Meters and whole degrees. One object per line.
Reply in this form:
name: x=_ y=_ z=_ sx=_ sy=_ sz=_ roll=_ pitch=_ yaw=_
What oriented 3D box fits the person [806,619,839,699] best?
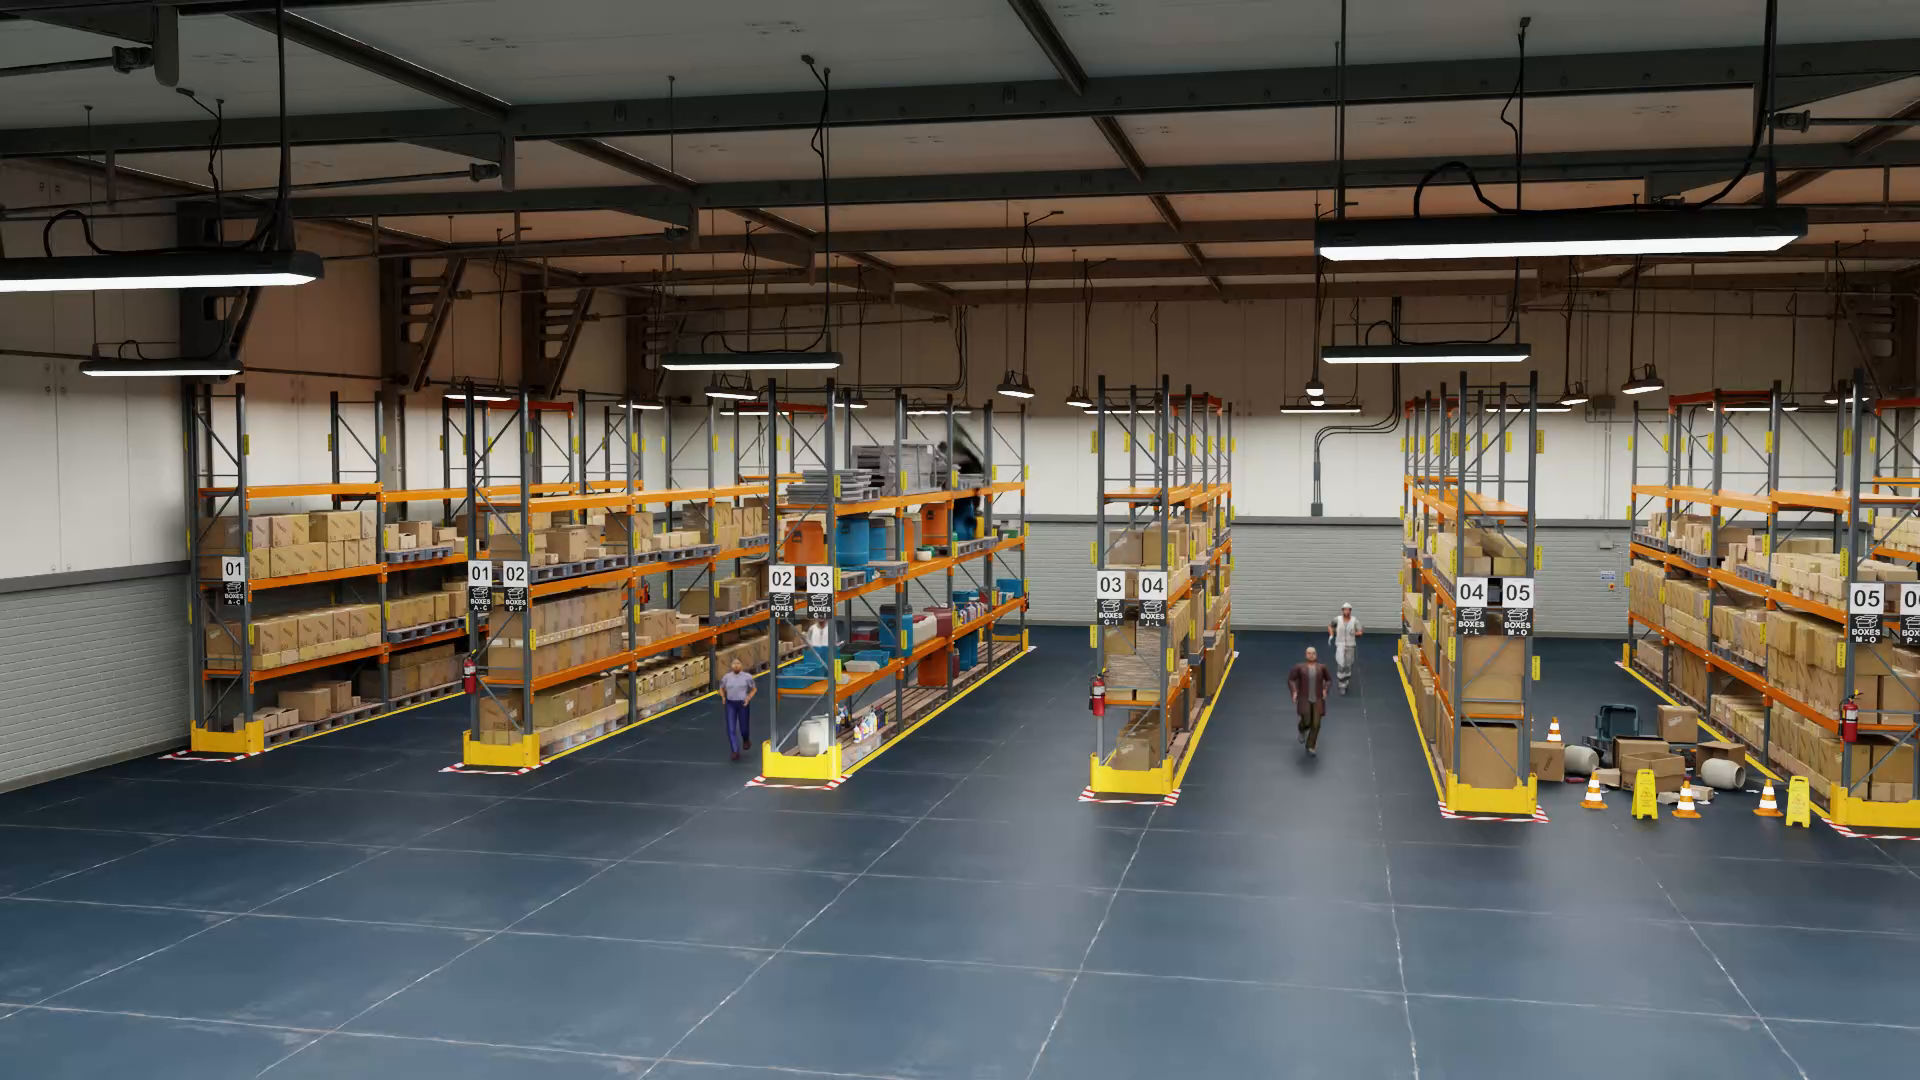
person: x=-2.741 y=2.252 z=33.054 sx=0.661 sy=1.744 sz=0.733 roll=0 pitch=3 yaw=-2

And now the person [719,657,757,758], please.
person: x=-3.575 y=2.678 z=26.690 sx=0.605 sy=1.594 sz=0.579 roll=0 pitch=3 yaw=0

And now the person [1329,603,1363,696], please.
person: x=7.763 y=2.179 z=33.477 sx=0.662 sy=1.832 sz=0.776 roll=0 pitch=3 yaw=6

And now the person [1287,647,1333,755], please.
person: x=5.700 y=2.600 z=27.031 sx=0.726 sy=1.726 sz=0.631 roll=0 pitch=3 yaw=2
